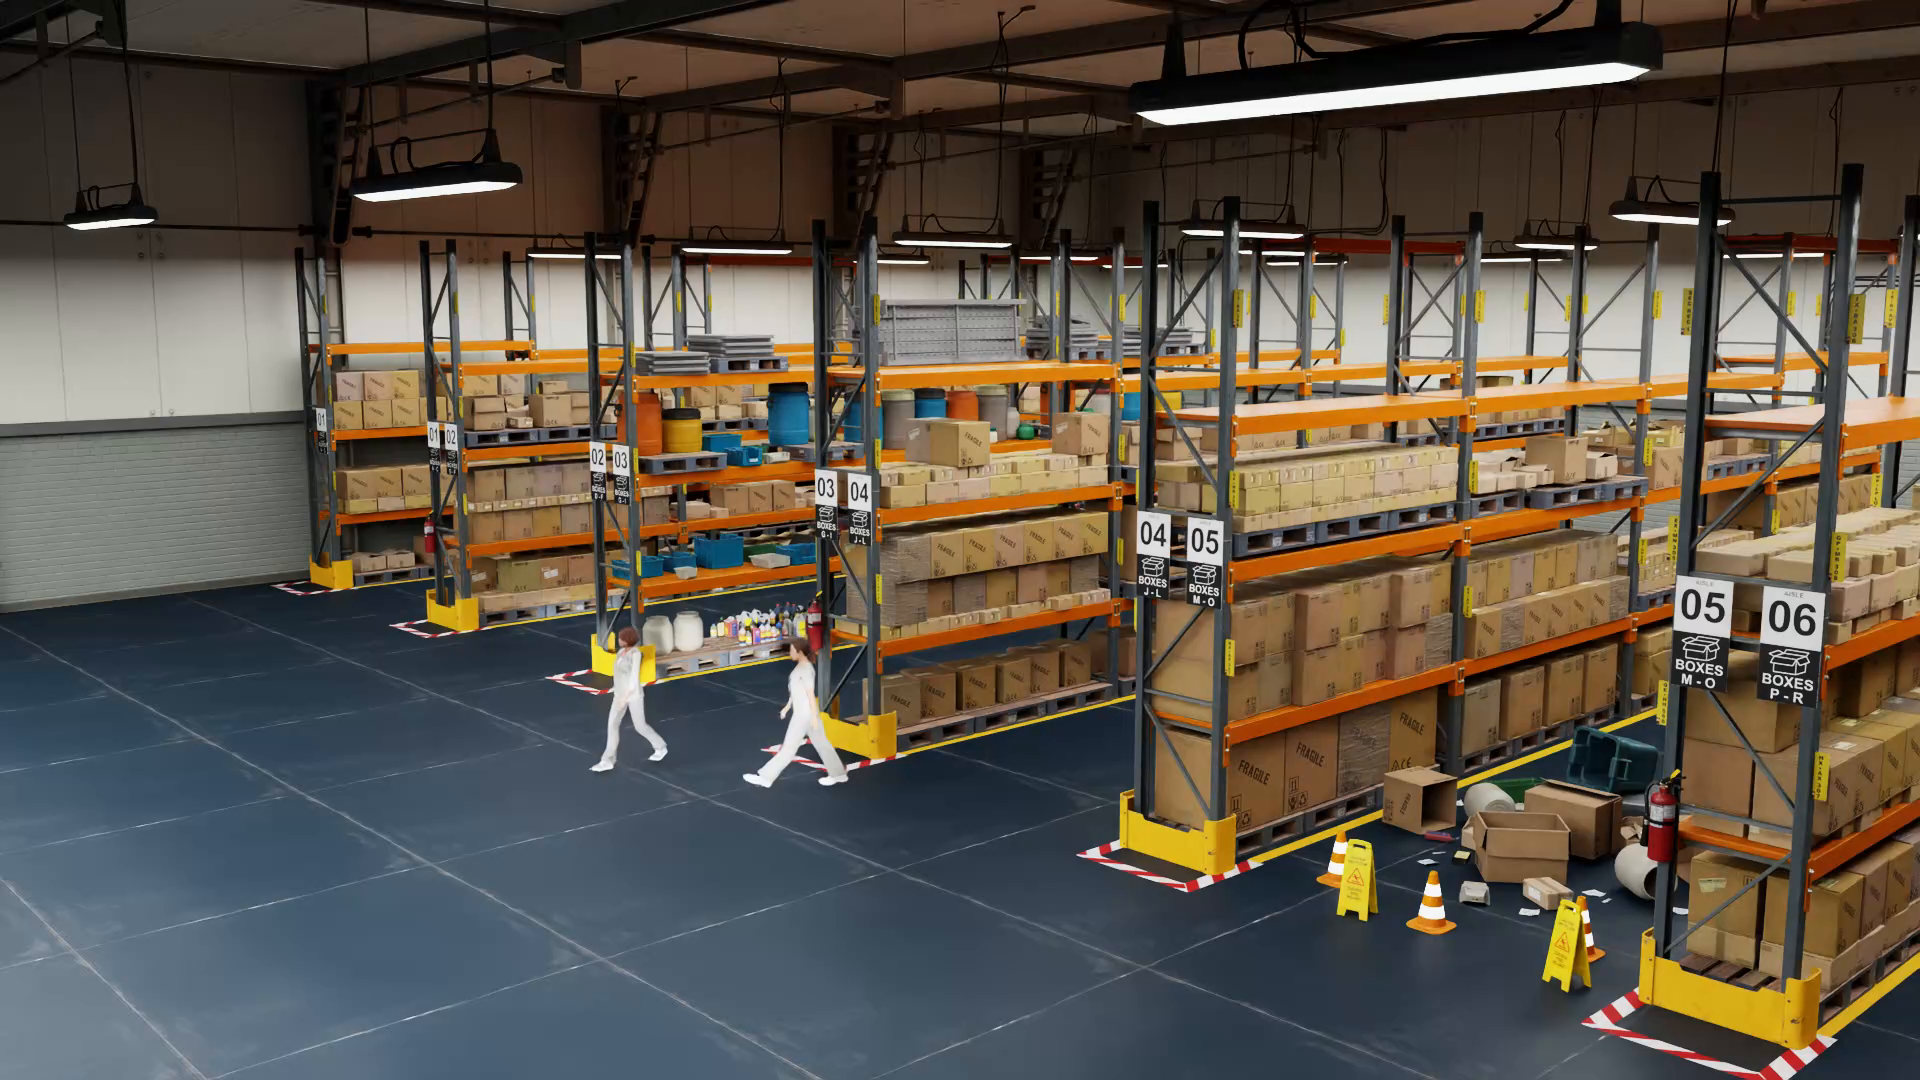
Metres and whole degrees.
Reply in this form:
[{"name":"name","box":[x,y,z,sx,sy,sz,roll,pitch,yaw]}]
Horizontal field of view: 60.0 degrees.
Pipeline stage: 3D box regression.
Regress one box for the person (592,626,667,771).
[{"name":"person","box":[-3.638,1.719,18.217,0.888,1.553,0.441,-8,12,-43]}]

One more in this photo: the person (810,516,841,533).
[{"name":"person","box":[-2.861,-0.894,35.286,0.623,1.714,1.070,8,11,42]}]

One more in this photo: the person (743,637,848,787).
[{"name":"person","box":[-1.724,1.805,17.449,1.089,1.608,0.467,0,8,-3]}]
